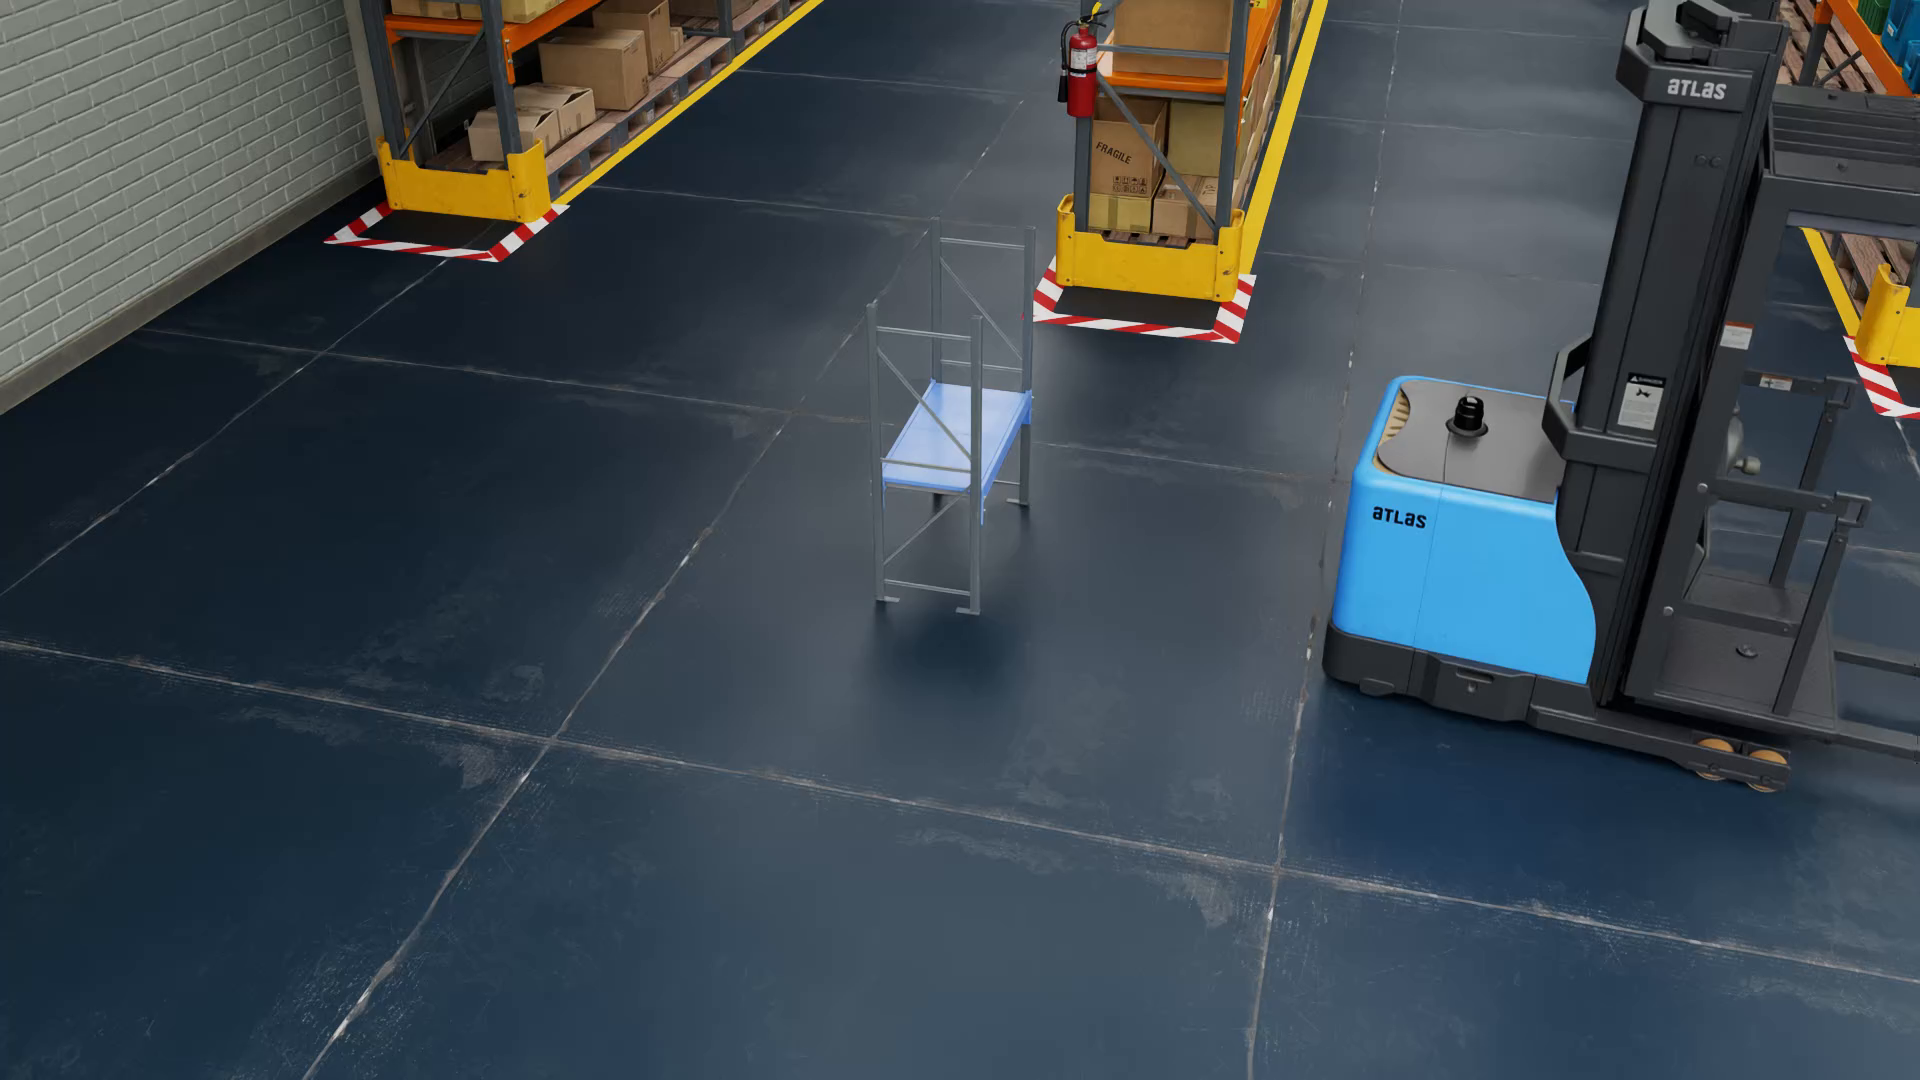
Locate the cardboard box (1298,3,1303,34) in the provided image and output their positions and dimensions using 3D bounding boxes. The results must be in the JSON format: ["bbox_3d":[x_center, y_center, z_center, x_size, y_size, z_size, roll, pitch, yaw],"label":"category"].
[{"bbox_3d":[2.843,-4.764,15.120,0.500,0.250,0.500,7,33,11],"label":"cardboard box"}]

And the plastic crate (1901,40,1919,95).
[{"bbox_3d":[6.024,-2.860,10.091,0.499,0.251,0.408,8,33,12],"label":"plastic crate"}]

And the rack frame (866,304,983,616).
[{"bbox_3d":[-0.151,-0.325,7.363,0.500,1.500,0.032,8,33,12],"label":"rack frame"}]

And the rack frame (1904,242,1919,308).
[{"bbox_3d":[6.016,-2.286,9.050,1.000,3.000,0.127,8,33,12],"label":"rack frame"}]

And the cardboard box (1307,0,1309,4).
[{"bbox_3d":[3.101,-5.296,15.956,0.500,0.250,0.500,9,33,13],"label":"cardboard box"}]

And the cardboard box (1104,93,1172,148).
[{"bbox_3d":[1.314,-3.135,11.858,0.500,0.500,0.500,8,33,12],"label":"cardboard box"}]

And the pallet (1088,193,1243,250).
[{"bbox_3d":[1.380,-2.188,11.495,1.003,0.211,1.213,8,33,12],"label":"pallet"}]

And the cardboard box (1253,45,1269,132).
[{"bbox_3d":[1.961,-3.321,12.151,0.500,0.500,0.500,8,33,12],"label":"cardboard box"}]

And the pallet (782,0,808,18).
[{"bbox_3d":[-2.047,-5.573,16.819,1.003,0.211,1.213,8,33,12],"label":"pallet"}]

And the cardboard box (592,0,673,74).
[{"bbox_3d":[-2.776,-4.297,14.133,0.500,0.500,0.500,6,33,9],"label":"cardboard box"}]

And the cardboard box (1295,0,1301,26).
[{"bbox_3d":[2.719,-4.731,14.545,0.500,0.311,0.500,8,33,12],"label":"cardboard box"}]

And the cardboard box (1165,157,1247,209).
[{"bbox_3d":[1.701,-2.487,11.537,0.500,0.250,0.500,8,33,12],"label":"cardboard box"}]

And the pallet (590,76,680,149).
[{"bbox_3d":[-2.995,-3.545,13.630,1.003,0.211,1.213,8,33,12],"label":"pallet"}]

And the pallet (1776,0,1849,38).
[{"bbox_3d":[7.813,-4.864,15.704,1.003,0.211,1.213,8,33,12],"label":"pallet"}]

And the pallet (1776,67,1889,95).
[{"bbox_3d":[7.193,-3.597,13.712,1.003,0.211,1.213,8,33,12],"label":"pallet"}]

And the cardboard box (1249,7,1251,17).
[{"bbox_3d":[1.617,-3.775,11.299,0.700,0.500,0.500,8,33,13],"label":"cardboard box"}]

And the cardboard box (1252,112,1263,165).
[{"bbox_3d":[1.960,-3.005,12.353,0.500,0.250,0.500,8,33,12],"label":"cardboard box"}]

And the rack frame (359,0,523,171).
[{"bbox_3d":[-3.566,-3.635,11.171,1.000,3.000,0.127,8,33,12],"label":"rack frame"}]

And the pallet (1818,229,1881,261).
[{"bbox_3d":[6.513,-2.207,11.524,1.003,0.211,1.213,8,33,12],"label":"pallet"}]

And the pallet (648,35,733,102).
[{"bbox_3d":[-2.687,-4.180,14.629,1.003,0.211,1.213,8,33,12],"label":"pallet"}]

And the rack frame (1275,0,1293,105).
[{"bbox_3d":[2.241,-5.038,13.379,1.000,3.000,0.127,8,33,12],"label":"rack frame"}]

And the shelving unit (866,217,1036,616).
[{"bbox_3d":[-0.022,-0.589,7.778,0.538,1.500,1.048,8,33,12],"label":"shelving unit"}]

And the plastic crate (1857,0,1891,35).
[{"bbox_3d":[6.414,-3.606,11.324,0.450,0.188,0.662,8,33,12],"label":"plastic crate"}]

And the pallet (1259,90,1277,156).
[{"bbox_3d":[1.999,-3.454,13.486,1.003,0.211,1.213,8,33,12],"label":"pallet"}]

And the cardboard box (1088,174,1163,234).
[{"bbox_3d":[1.077,-2.297,11.239,0.500,0.250,0.500,8,33,12],"label":"cardboard box"}]

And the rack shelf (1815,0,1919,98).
[{"bbox_3d":[6.524,-3.020,10.875,1.077,0.370,4.000,8,33,12],"label":"rack shelf"}]

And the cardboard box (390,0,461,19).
[{"bbox_3d":[-3.635,-3.849,11.629,0.500,0.250,0.500,8,33,13],"label":"cardboard box"}]

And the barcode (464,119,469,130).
[{"bbox_3d":[-3.686,-3.100,12.418,0.001,0.075,0.075,8,33,12],"label":"barcode"}]

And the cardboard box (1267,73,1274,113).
[{"bbox_3d":[2.199,-3.526,13.172,0.500,0.250,0.500,8,33,12],"label":"cardboard box"}]

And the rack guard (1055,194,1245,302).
[{"bbox_3d":[1.220,-1.895,10.764,1.175,0.500,0.348,8,33,12],"label":"rack guard"}]

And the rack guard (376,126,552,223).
[{"bbox_3d":[-3.547,-2.619,11.904,1.175,0.500,0.348,8,33,12],"label":"rack guard"}]

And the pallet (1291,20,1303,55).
[{"bbox_3d":[2.698,-4.884,15.735,1.003,0.211,1.213,8,33,12],"label":"pallet"}]

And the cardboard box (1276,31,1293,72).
[{"bbox_3d":[2.583,-4.230,14.280,0.500,0.250,0.500,7,33,11],"label":"cardboard box"}]

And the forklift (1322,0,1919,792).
[{"bbox_3d":[3.148,-0.552,6.386,3.031,2.935,1.130,12,34,18],"label":"forklift"}]

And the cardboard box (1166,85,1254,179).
[{"bbox_3d":[1.703,-2.803,11.336,0.500,0.500,0.500,8,33,12],"label":"cardboard box"}]

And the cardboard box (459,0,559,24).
[{"bbox_3d":[-3.135,-3.790,11.536,0.500,0.250,0.500,7,33,11],"label":"cardboard box"}]

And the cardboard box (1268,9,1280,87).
[{"bbox_3d":[2.197,-3.843,12.971,0.500,0.500,0.500,8,33,12],"label":"cardboard box"}]

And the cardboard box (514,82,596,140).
[{"bbox_3d":[-3.159,-3.328,12.785,0.500,0.311,0.500,11,34,16],"label":"cardboard box"}]

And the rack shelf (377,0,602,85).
[{"bbox_3d":[-3.059,-4.369,12.997,1.077,0.370,4.000,8,33,12],"label":"rack shelf"}]
